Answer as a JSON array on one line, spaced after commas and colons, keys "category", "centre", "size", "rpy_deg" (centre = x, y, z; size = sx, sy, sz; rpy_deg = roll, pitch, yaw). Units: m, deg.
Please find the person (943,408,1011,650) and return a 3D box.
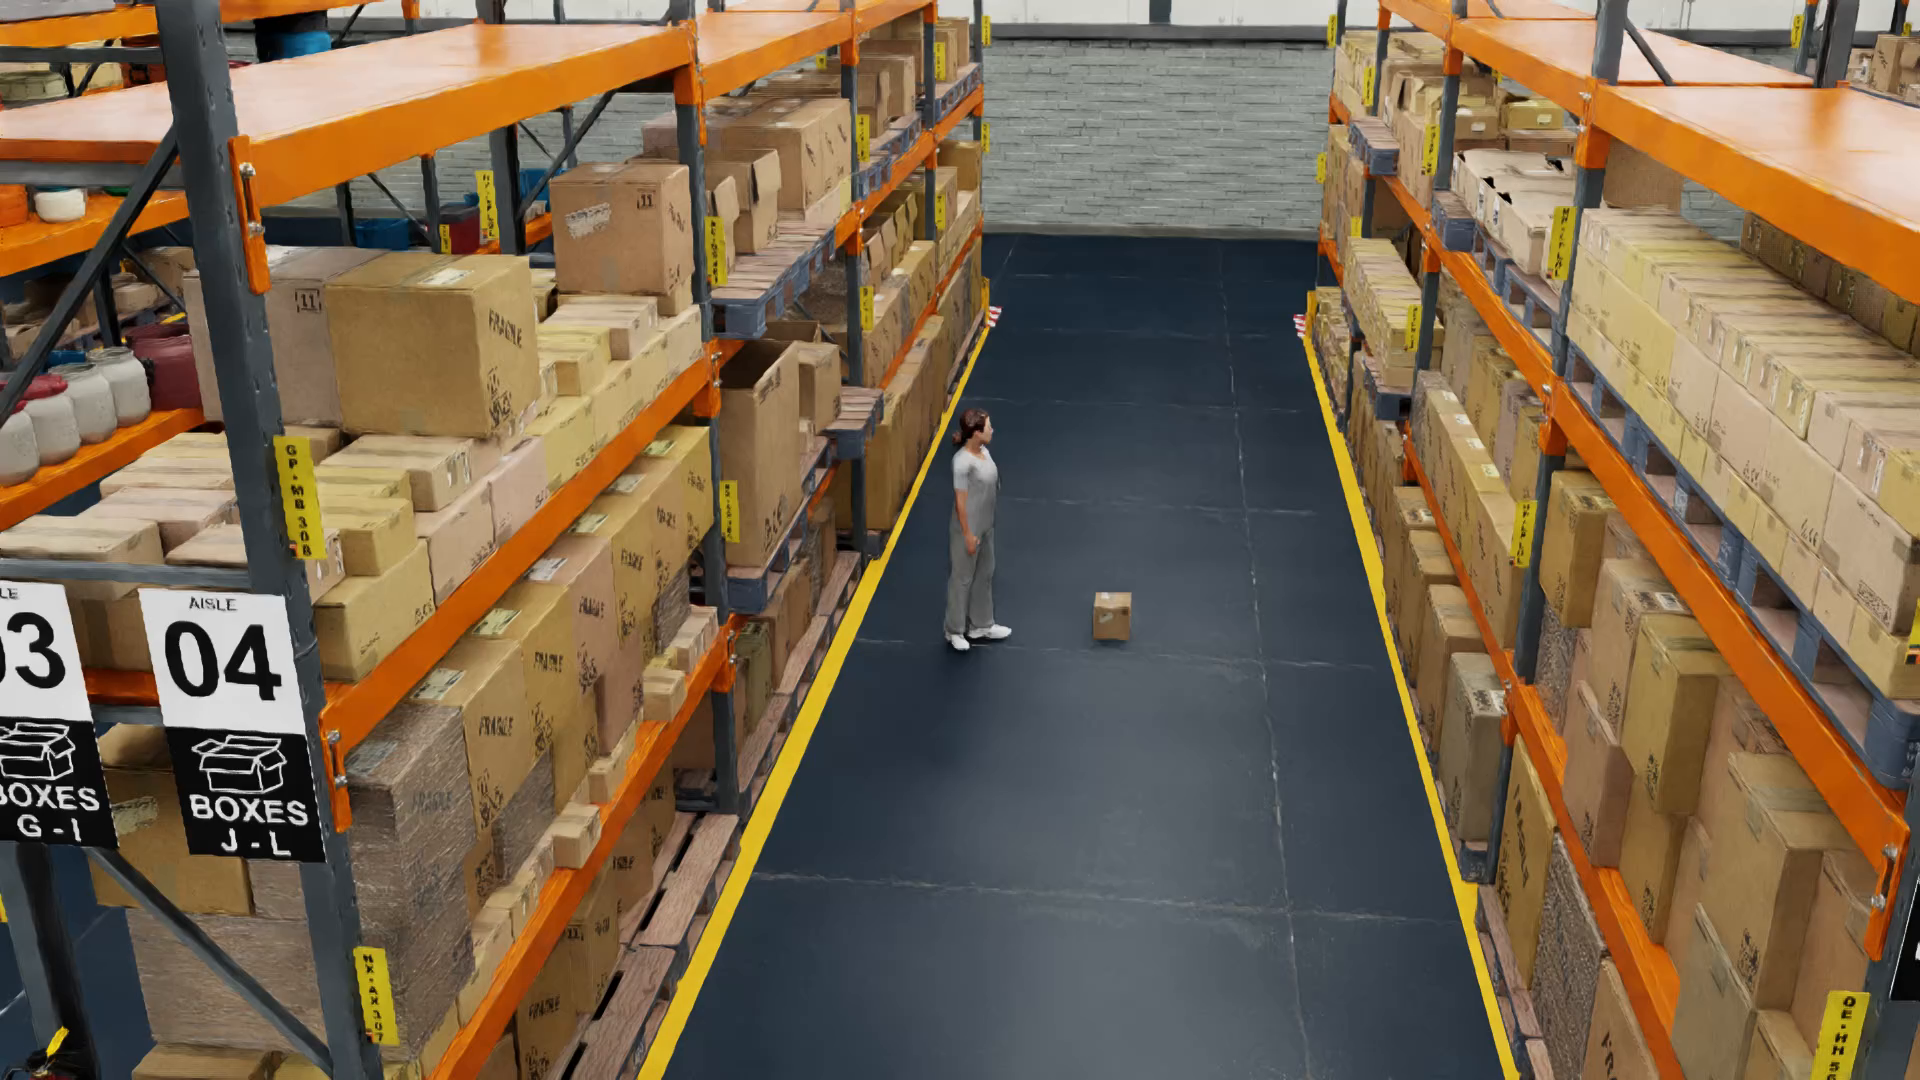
[{"category": "person", "centre": [0.099, -0.086, 11.250], "size": [0.403, 1.672, 0.462], "rpy_deg": [11, 24, 25]}]
